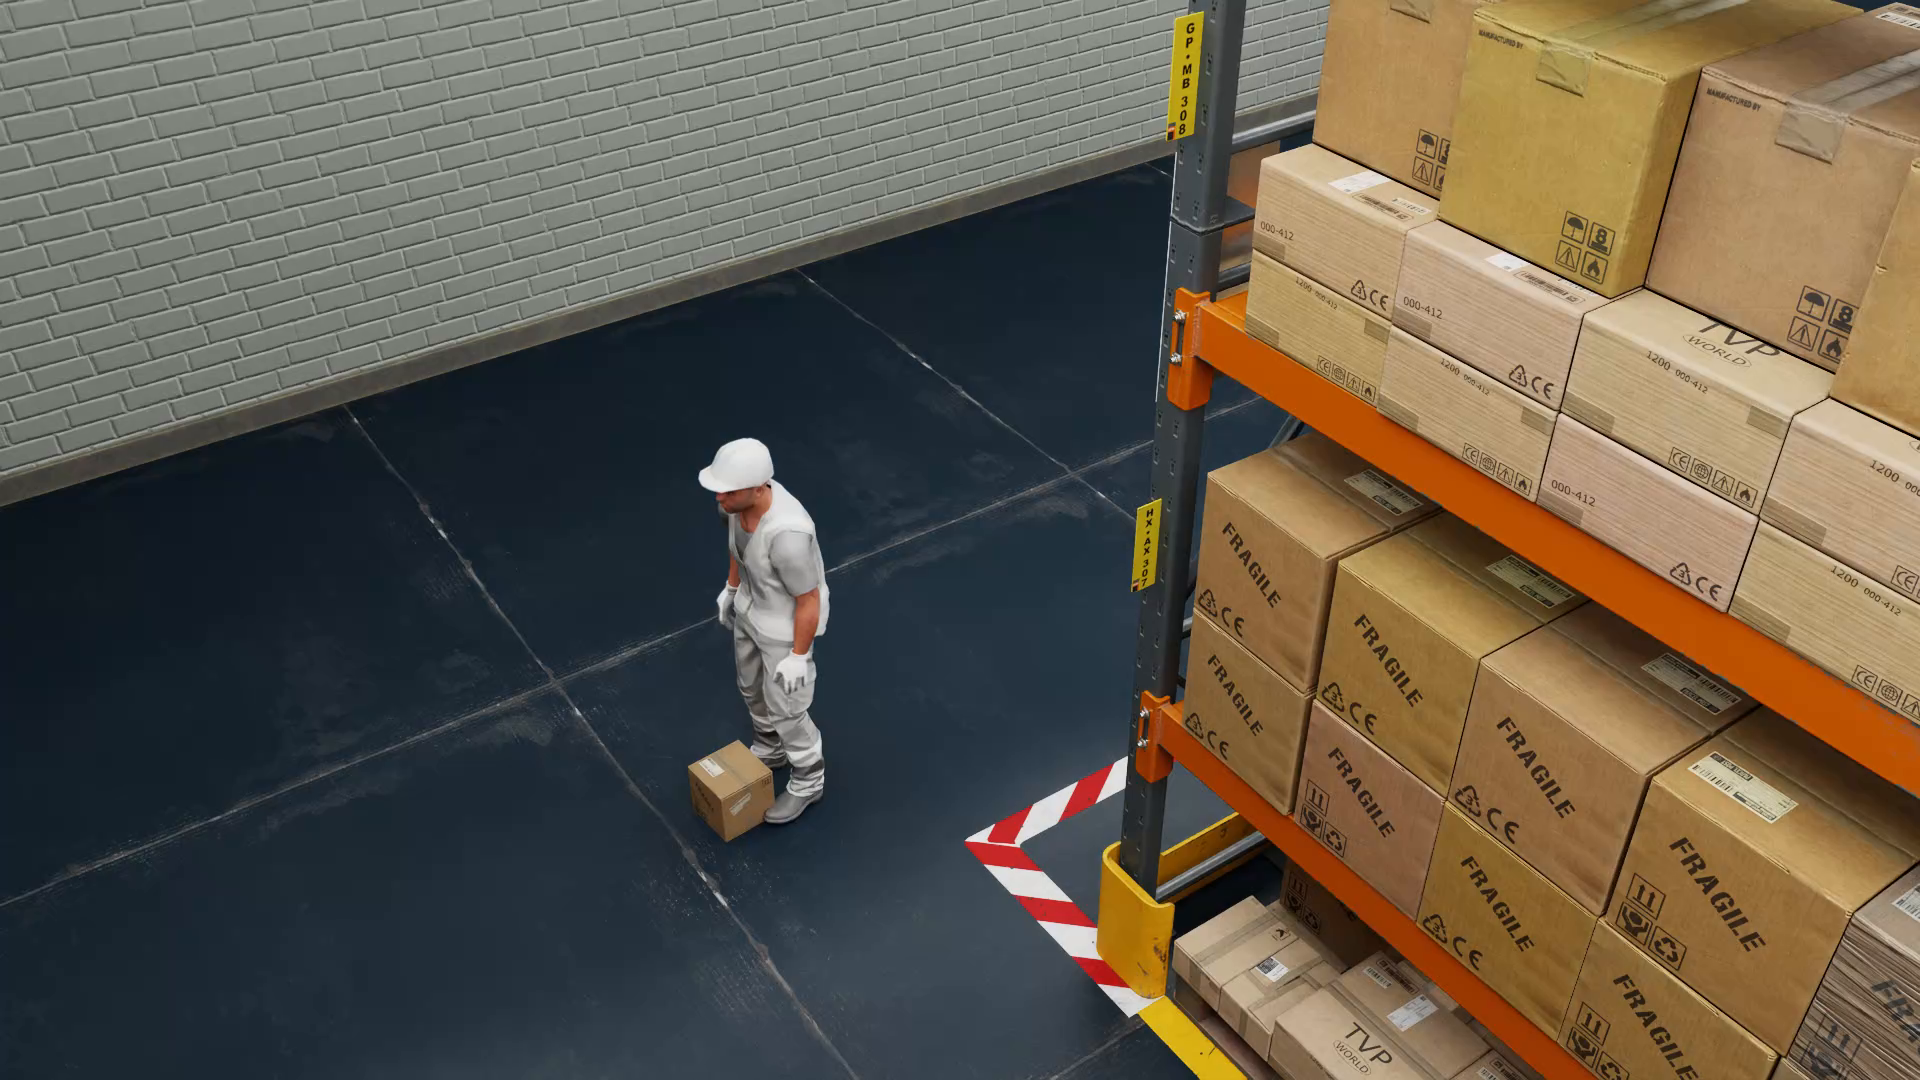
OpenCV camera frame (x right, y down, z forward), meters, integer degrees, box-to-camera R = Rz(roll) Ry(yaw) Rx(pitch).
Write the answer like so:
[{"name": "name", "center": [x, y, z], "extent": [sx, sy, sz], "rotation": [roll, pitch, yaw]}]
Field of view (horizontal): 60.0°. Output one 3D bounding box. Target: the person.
[{"name": "person", "center": [-0.754, 0.339, 6.524], "extent": [0.448, 1.780, 0.609], "rotation": [-22, 42, -27]}]
